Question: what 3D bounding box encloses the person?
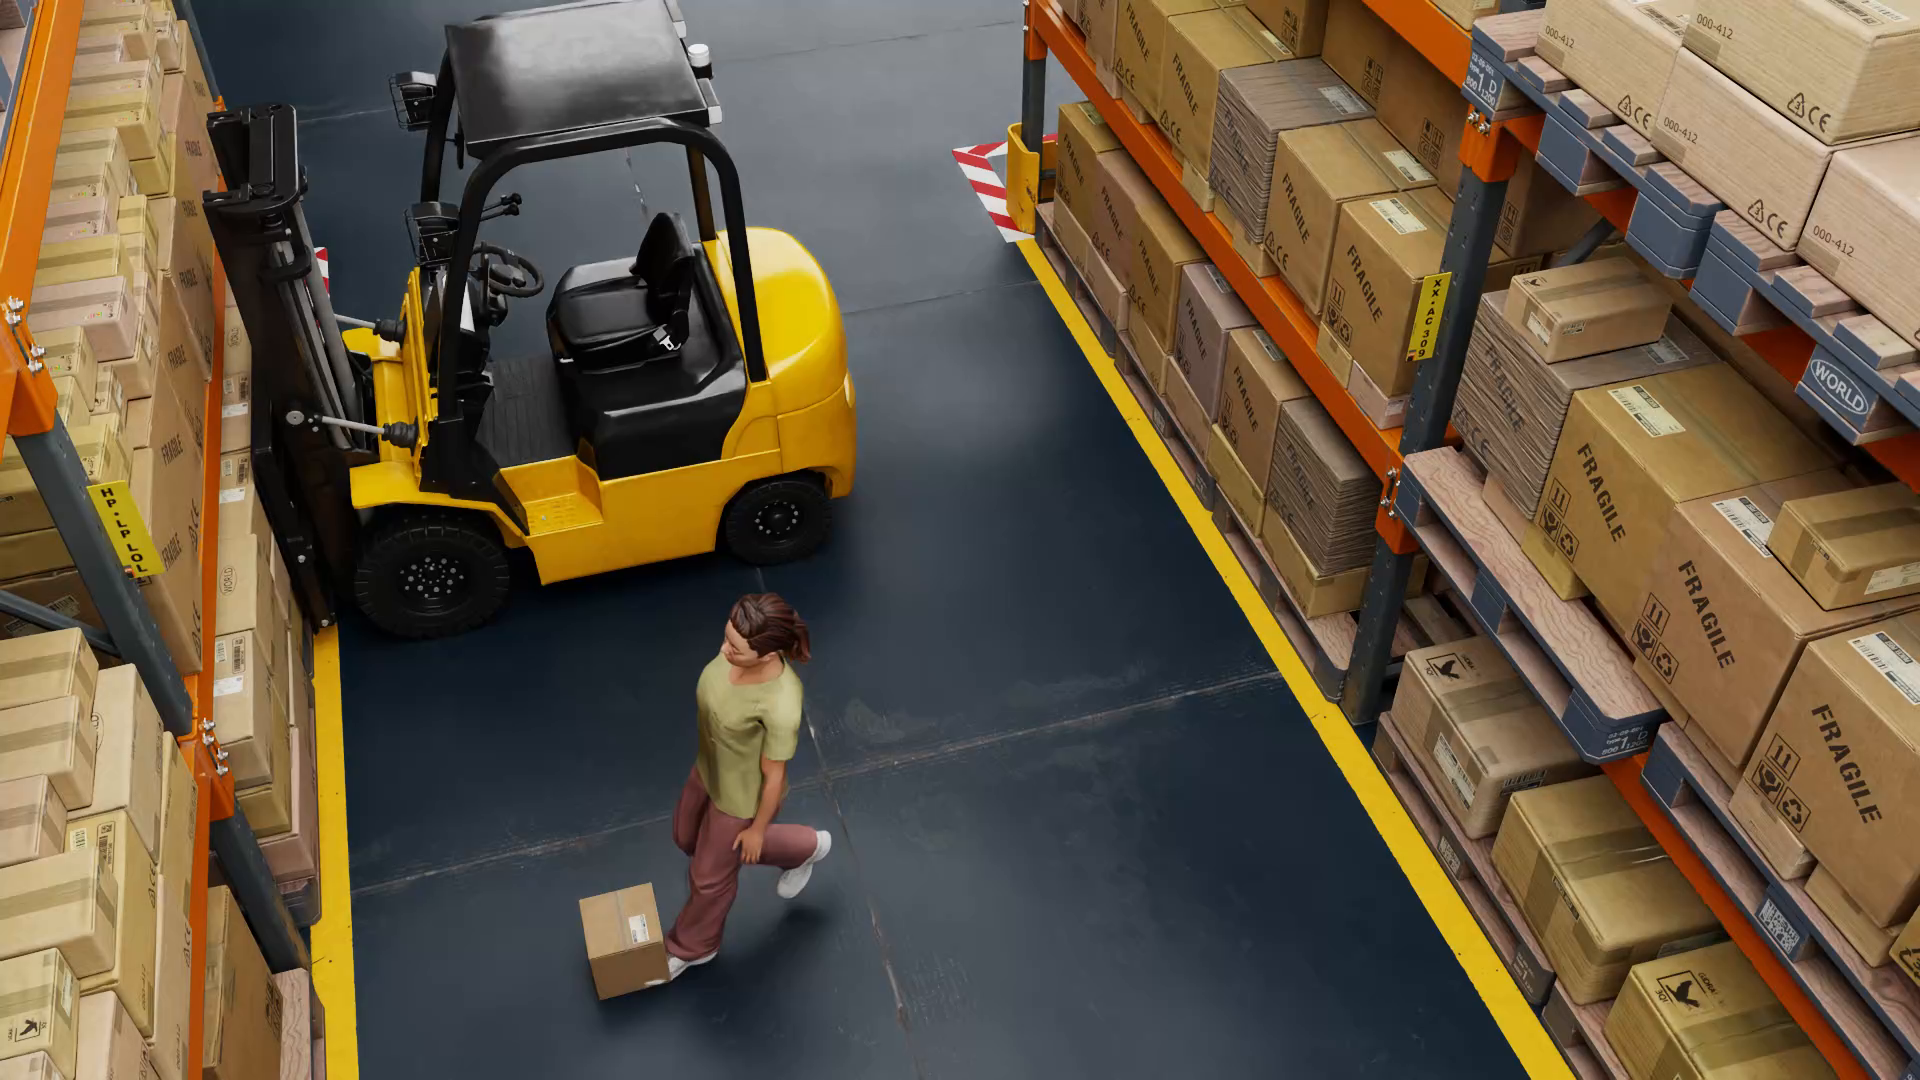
[{"bbox_3d":[-0.785,0.793,5.327,0.775,1.623,0.490,-18,45,-19],"label":"person"}]
